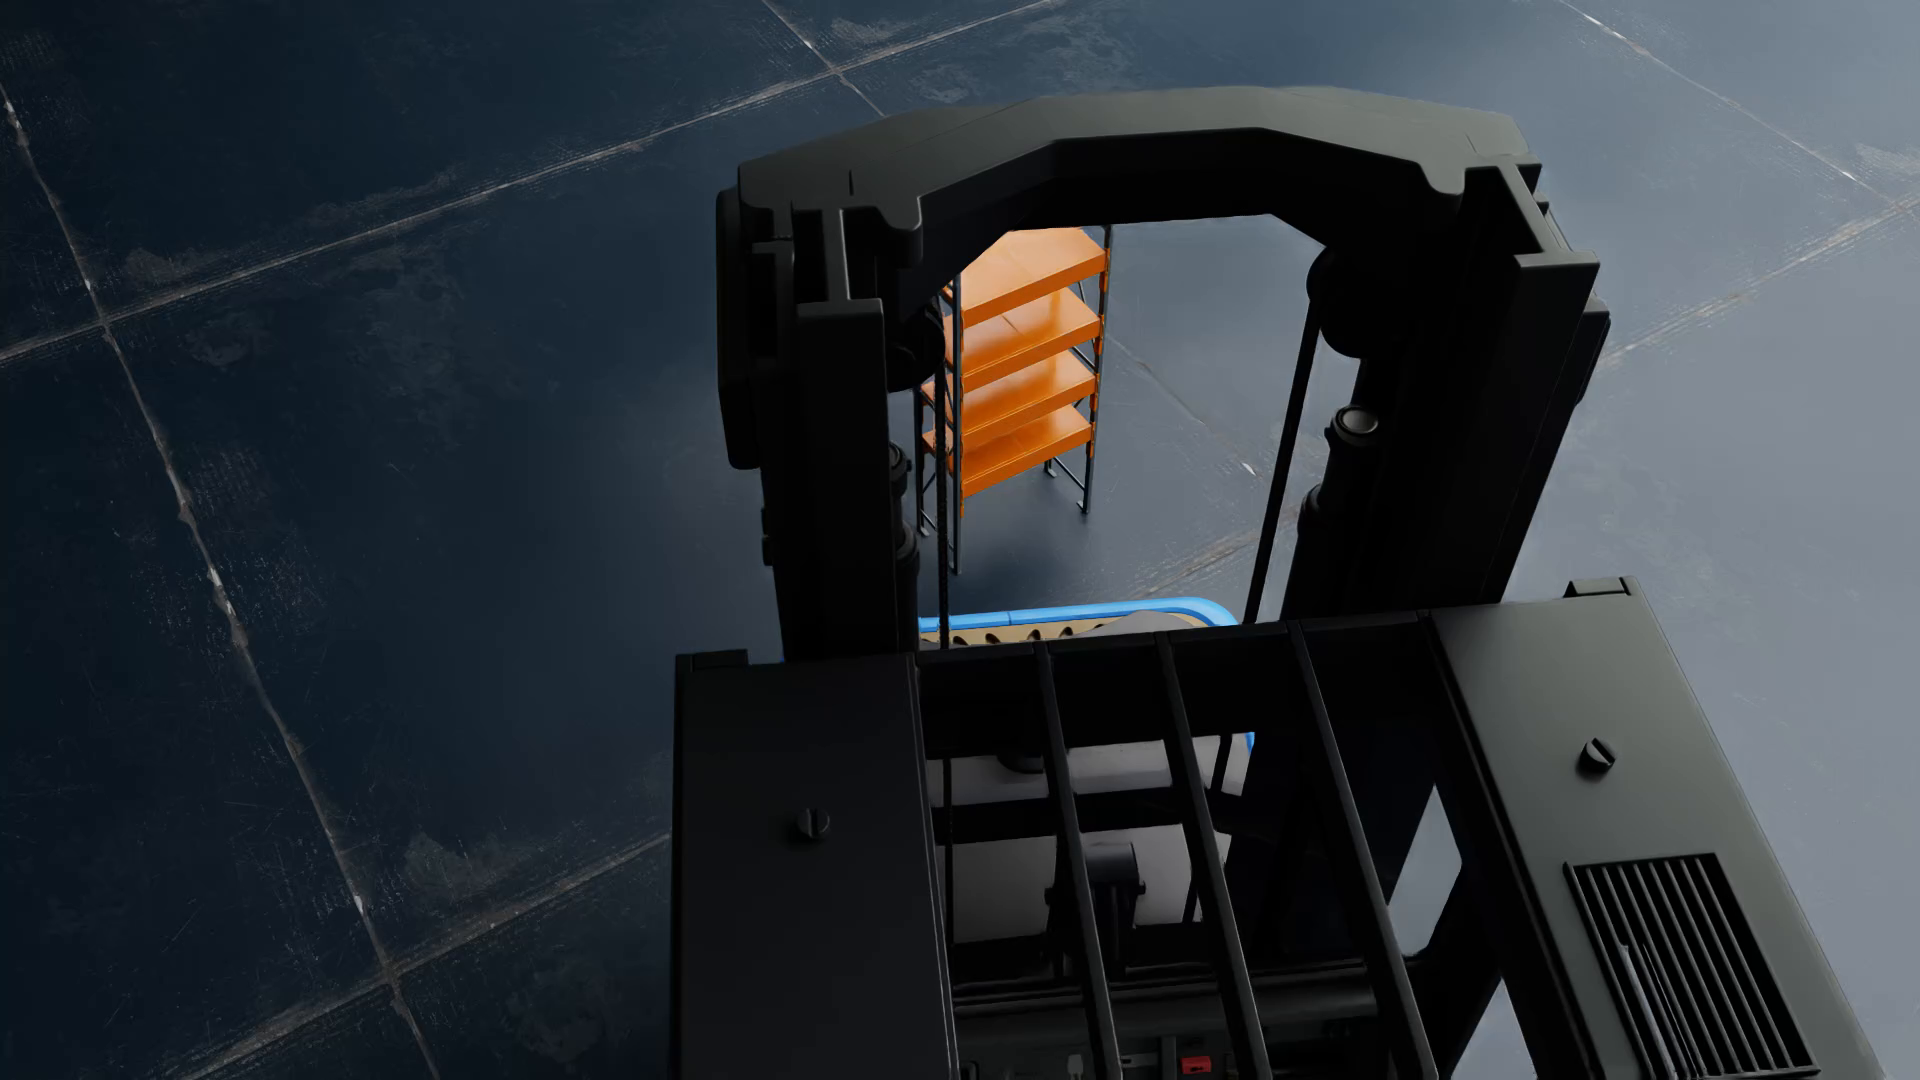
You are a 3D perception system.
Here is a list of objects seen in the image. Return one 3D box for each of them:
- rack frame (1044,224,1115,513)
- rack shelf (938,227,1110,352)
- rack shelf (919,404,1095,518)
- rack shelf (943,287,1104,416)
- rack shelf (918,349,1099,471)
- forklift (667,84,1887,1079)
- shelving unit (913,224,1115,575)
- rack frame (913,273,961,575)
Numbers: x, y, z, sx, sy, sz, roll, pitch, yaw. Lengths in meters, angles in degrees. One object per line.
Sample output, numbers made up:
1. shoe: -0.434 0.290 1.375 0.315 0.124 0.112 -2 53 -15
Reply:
1. rack frame: 0.346 -0.562 4.947 0.015 1.200 0.240 -25 53 -21
2. rack shelf: 0.140 -0.726 4.567 0.480 0.148 0.258 -25 53 -21
3. rack shelf: 0.140 -0.288 5.059 0.480 0.148 0.258 -25 53 -21
4. rack shelf: 0.140 -0.569 4.744 0.480 0.148 0.258 -25 53 -21
5. rack shelf: 0.140 -0.420 4.911 0.480 0.148 0.258 -25 53 -21
6. forklift: 0.260 0.993 2.403 1.130 2.935 3.031 -4 48 -4
7. shelving unit: 0.140 -0.465 4.861 0.503 1.200 0.258 -25 53 -21
8. rack frame: -0.066 -0.368 4.774 0.015 1.200 0.240 -25 53 -21
